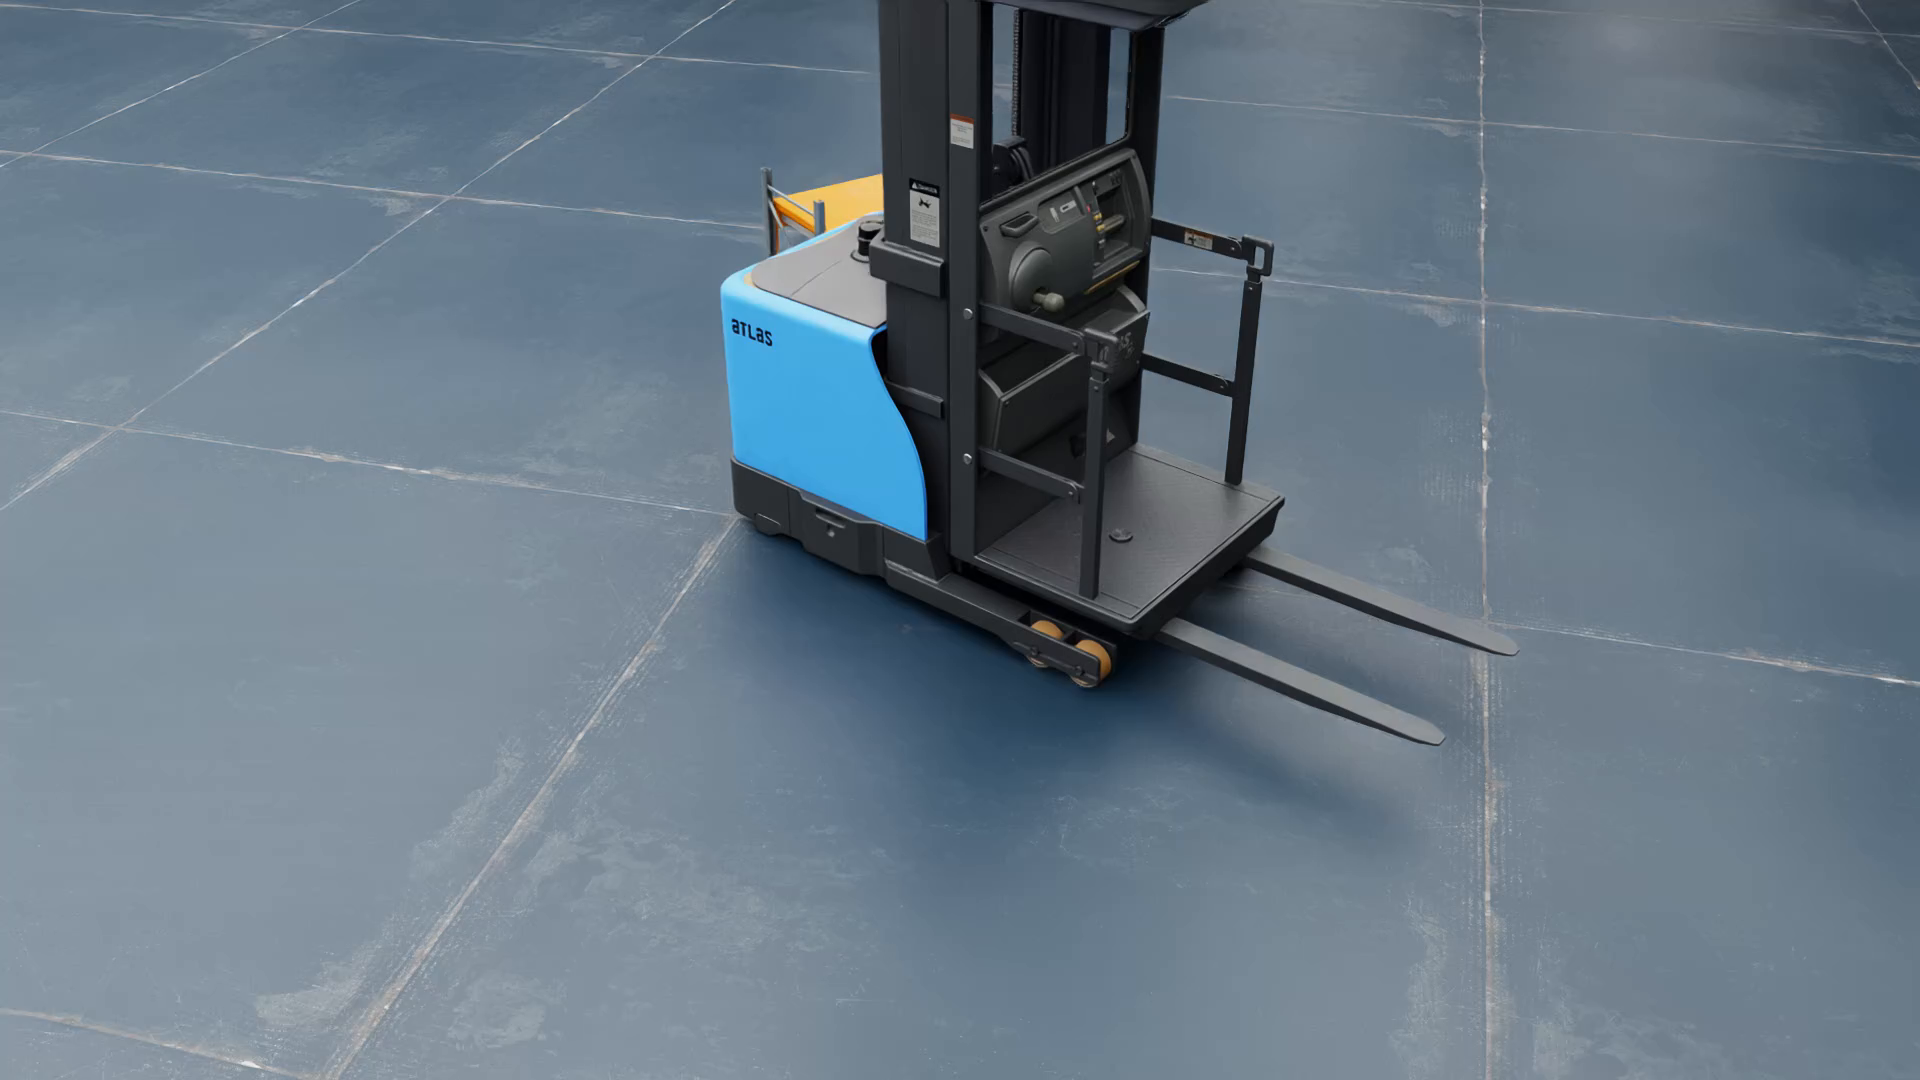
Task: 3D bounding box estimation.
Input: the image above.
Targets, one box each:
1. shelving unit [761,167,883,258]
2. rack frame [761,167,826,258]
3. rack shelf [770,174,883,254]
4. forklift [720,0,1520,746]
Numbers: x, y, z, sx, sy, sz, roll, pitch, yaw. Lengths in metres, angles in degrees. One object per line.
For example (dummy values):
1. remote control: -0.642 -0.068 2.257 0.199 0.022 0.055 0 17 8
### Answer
1. shelving unit: -0.288 -1.178 7.554 1.048 1.125 0.538 -20 37 -28
2. rack frame: -0.709 -1.025 7.314 0.032 1.125 0.500 -20 37 -28
3. rack shelf: -0.288 -1.425 7.397 1.000 0.278 0.538 -20 37 -28
4. forklift: 0.542 -1.035 5.647 3.031 2.935 1.130 23 39 31
